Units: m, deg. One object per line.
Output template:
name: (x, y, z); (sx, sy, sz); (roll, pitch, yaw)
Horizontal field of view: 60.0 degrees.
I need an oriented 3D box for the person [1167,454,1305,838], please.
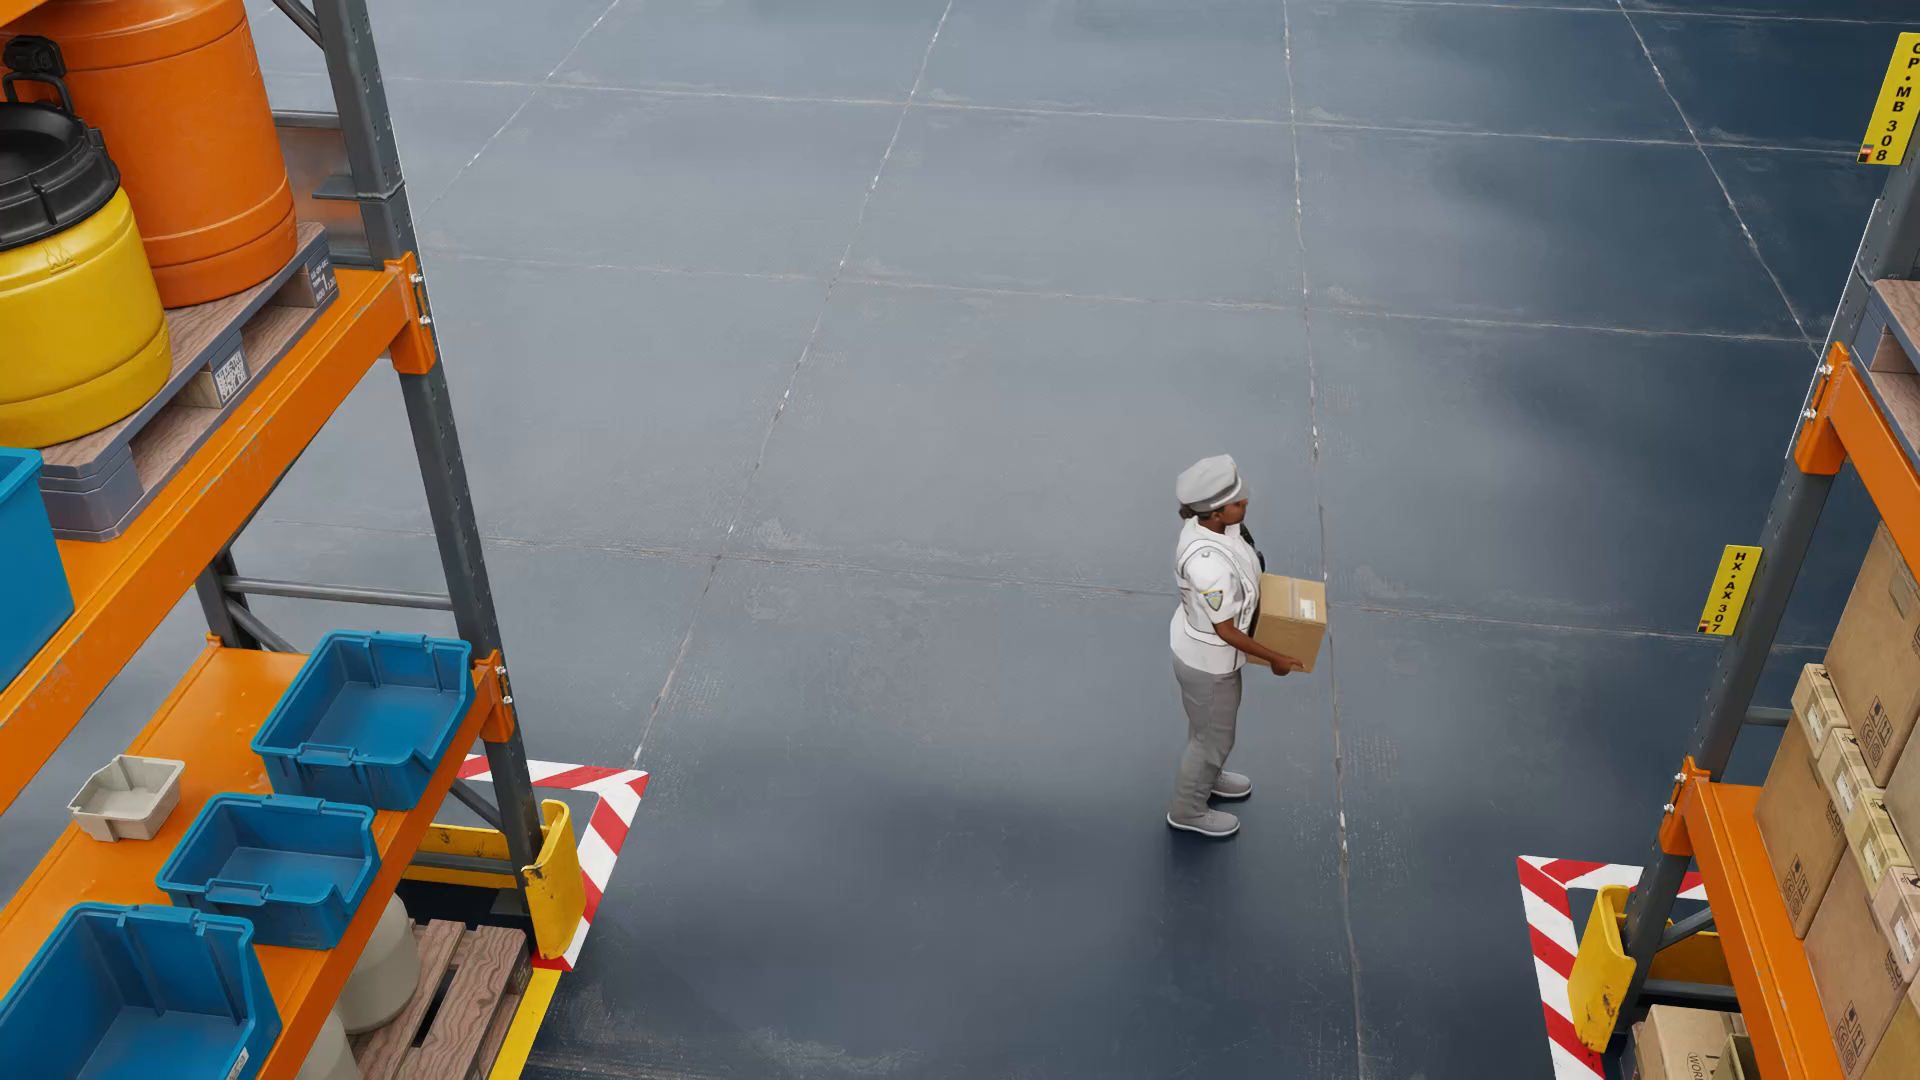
person: (1.050, 0.422, 6.441); (0.540, 1.688, 0.450); (5, 37, 6)
